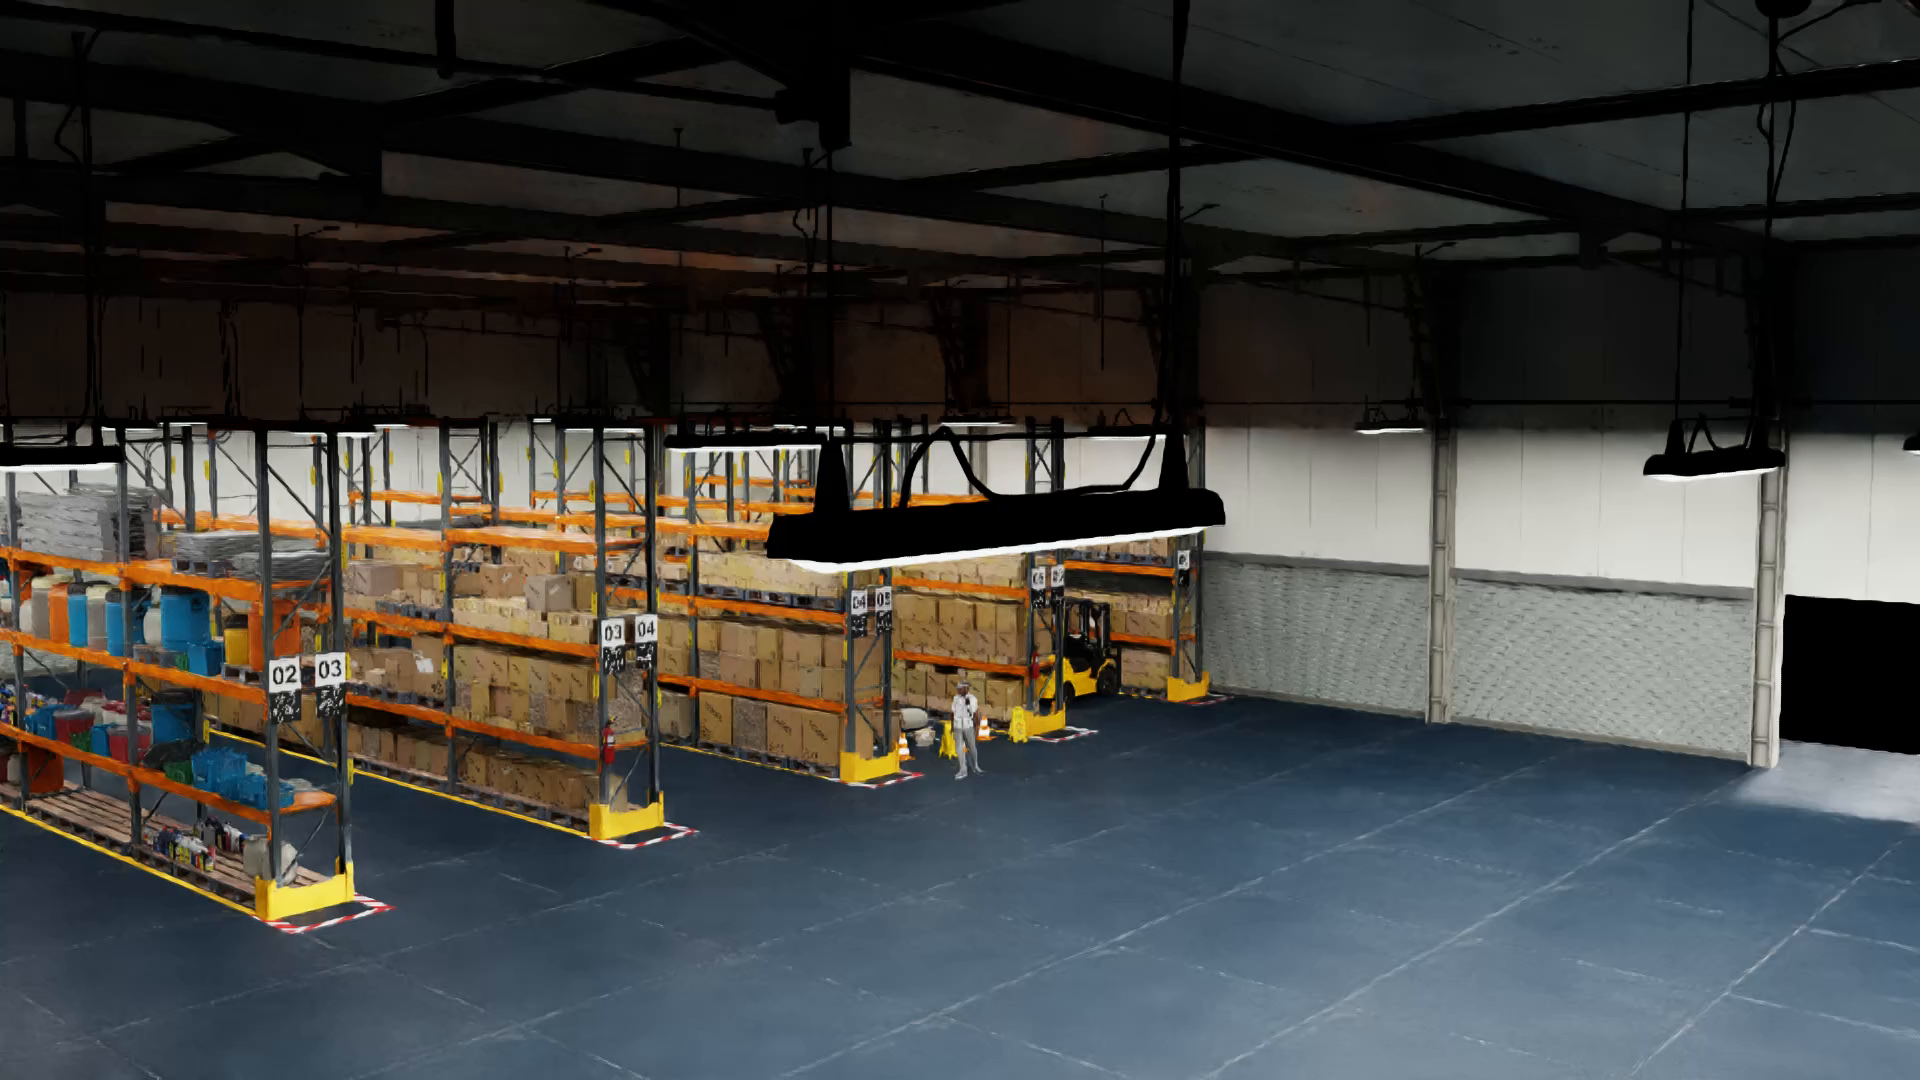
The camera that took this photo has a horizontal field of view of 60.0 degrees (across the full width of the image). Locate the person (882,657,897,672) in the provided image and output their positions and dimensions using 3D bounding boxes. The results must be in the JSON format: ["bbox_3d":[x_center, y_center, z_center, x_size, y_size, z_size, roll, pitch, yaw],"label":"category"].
[{"bbox_3d":[-1.714,2.307,38.223,0.569,1.668,0.561,-2,5,-21],"label":"person"}]

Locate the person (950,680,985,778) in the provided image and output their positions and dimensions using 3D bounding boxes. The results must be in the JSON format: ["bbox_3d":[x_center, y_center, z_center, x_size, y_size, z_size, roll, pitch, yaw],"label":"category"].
[{"bbox_3d":[0.119,3.171,28.159,0.570,1.667,0.527,1,5,15],"label":"person"}]
